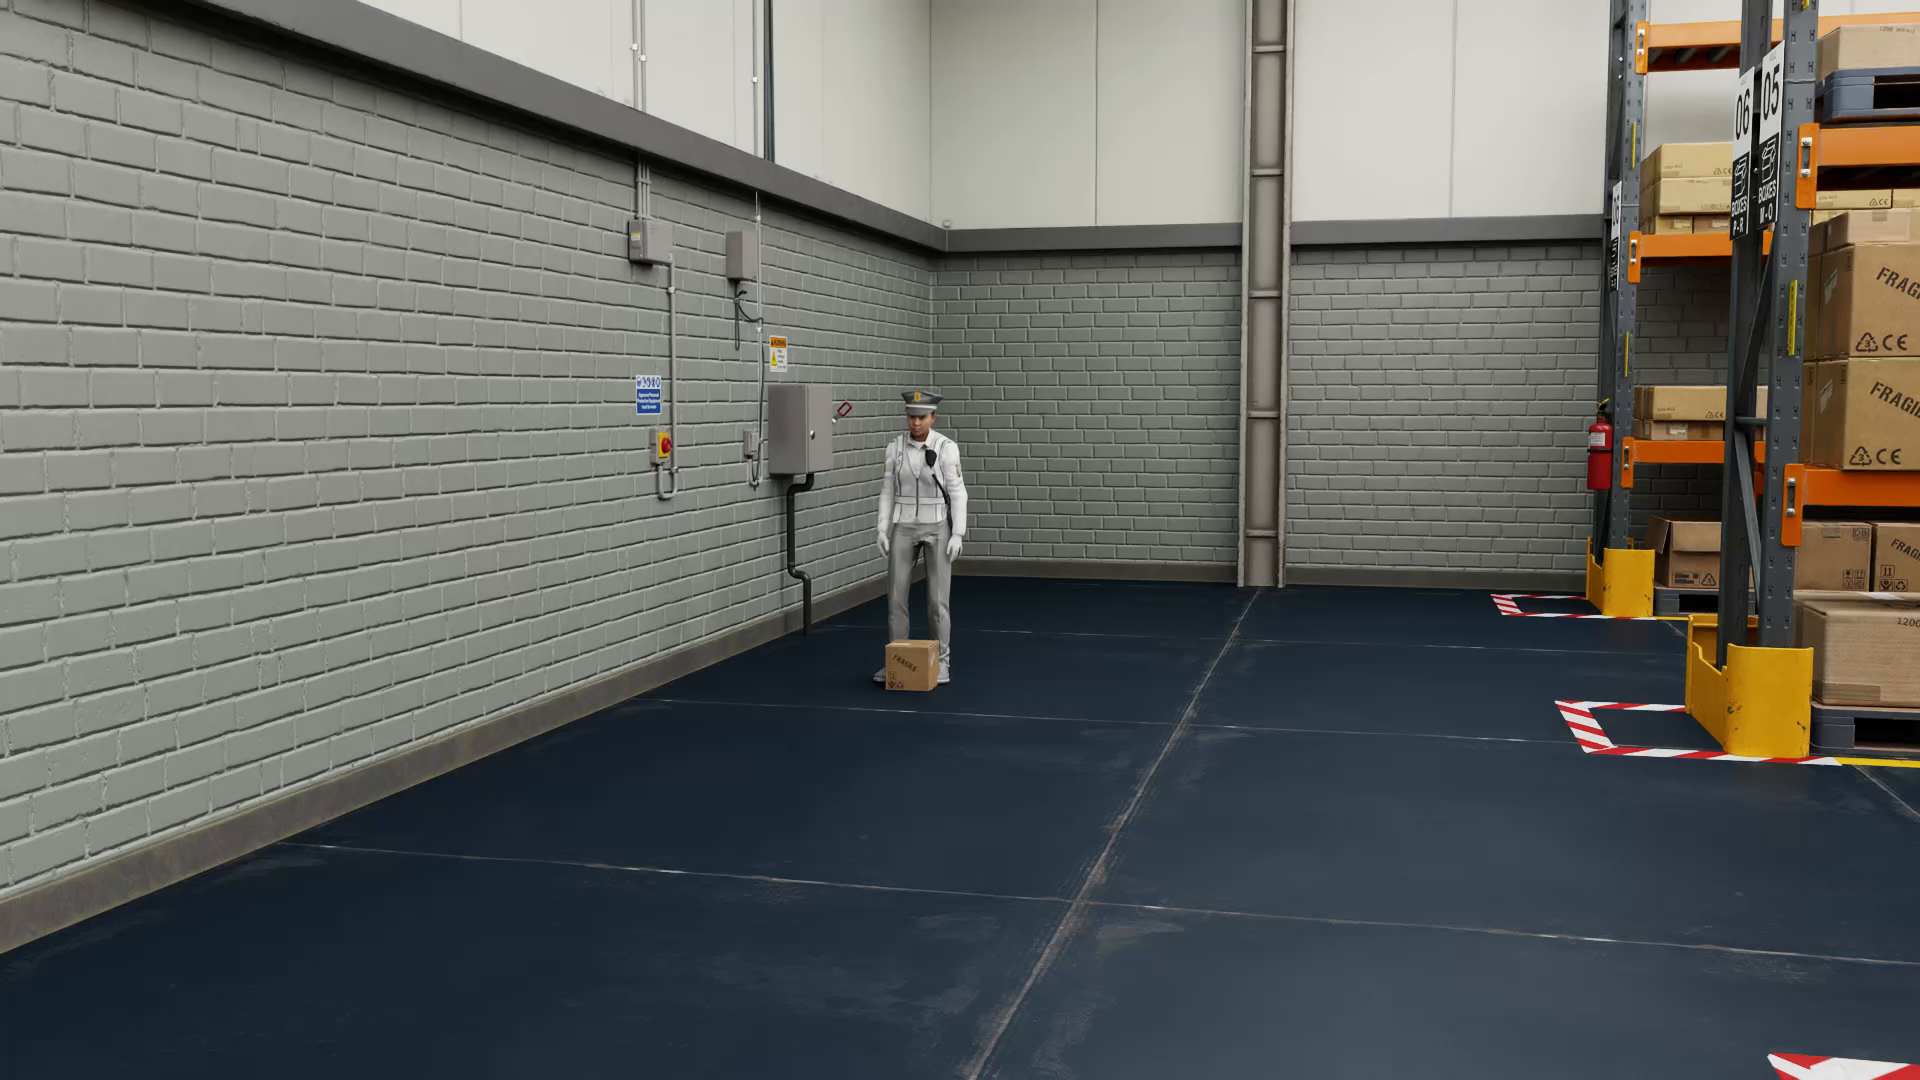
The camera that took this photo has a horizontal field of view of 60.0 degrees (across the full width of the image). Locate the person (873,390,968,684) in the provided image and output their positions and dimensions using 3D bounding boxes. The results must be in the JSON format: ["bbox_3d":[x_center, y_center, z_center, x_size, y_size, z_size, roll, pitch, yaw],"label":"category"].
[{"bbox_3d":[-0.225,-0.022,9.509,0.527,1.663,0.376,1,5,14],"label":"person"}]
